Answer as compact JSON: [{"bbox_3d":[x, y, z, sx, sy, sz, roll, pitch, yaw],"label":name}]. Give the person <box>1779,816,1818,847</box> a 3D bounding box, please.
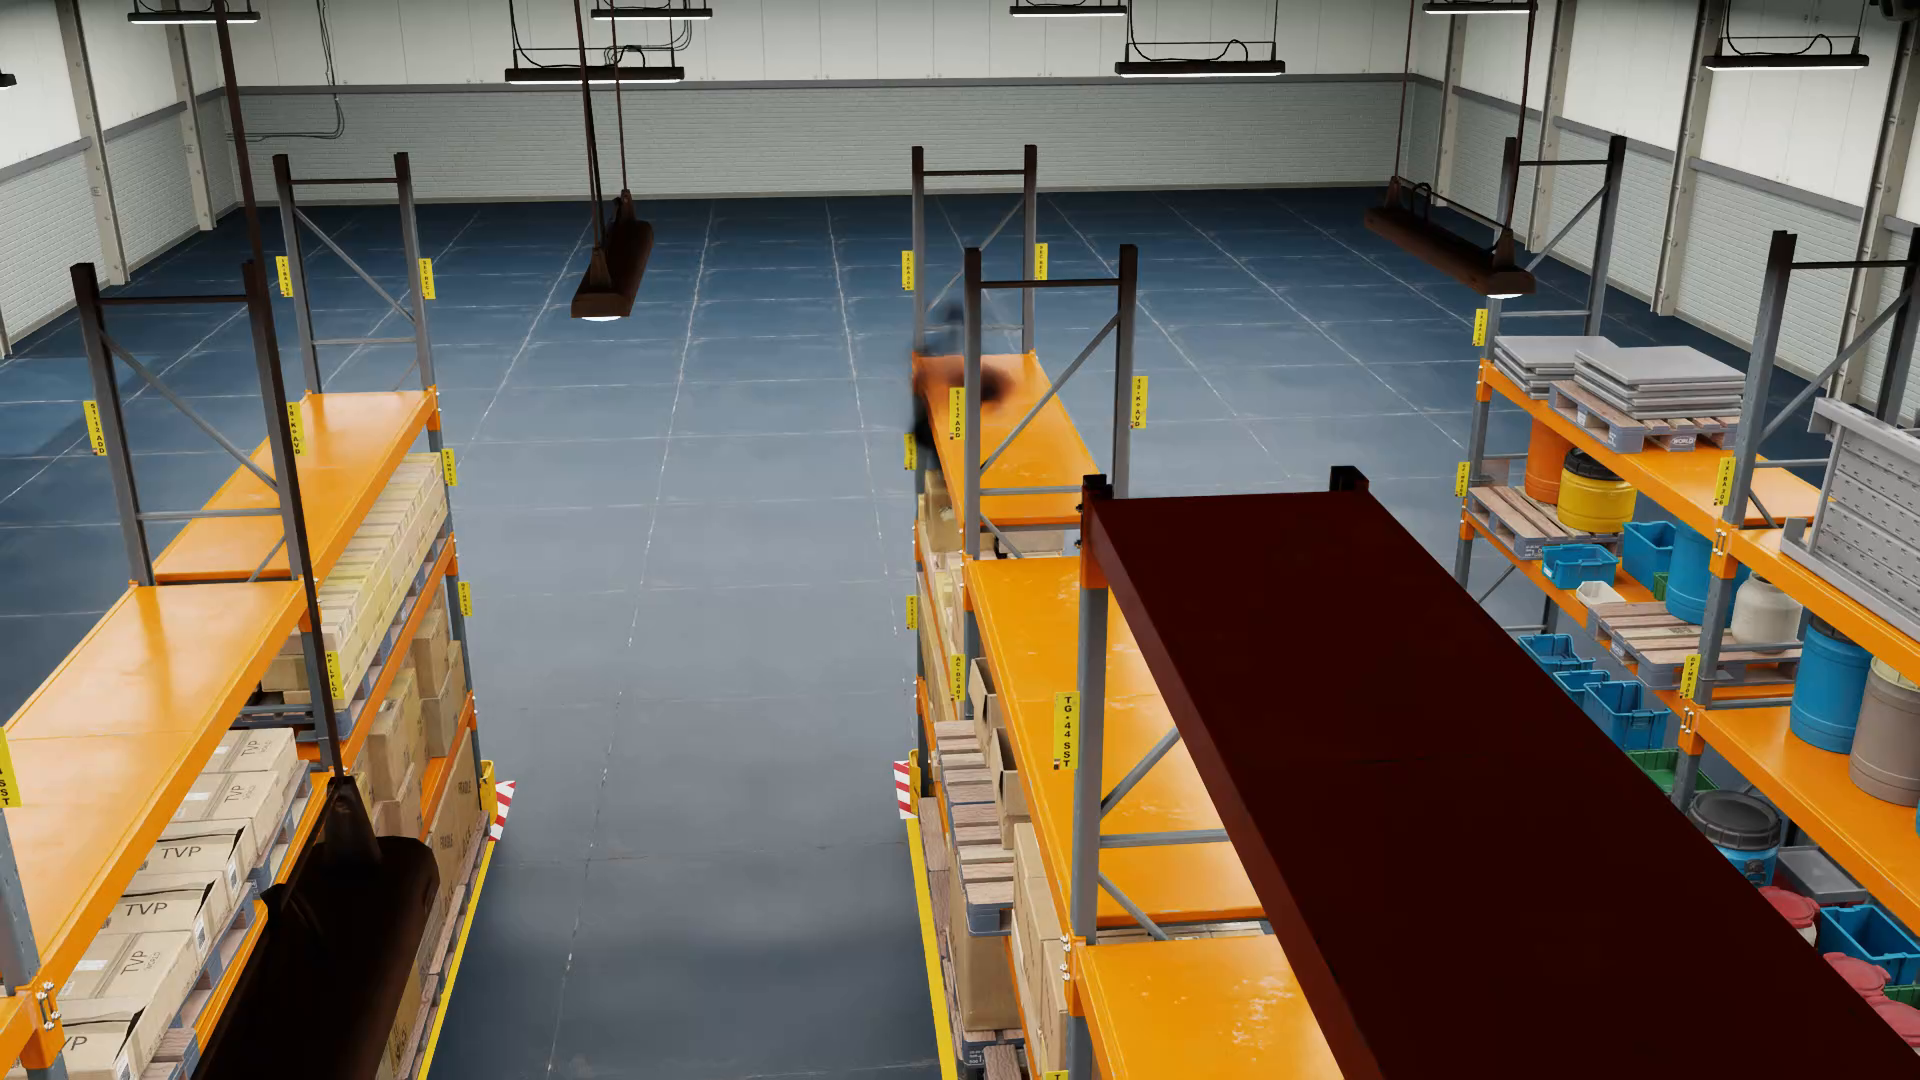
[{"bbox_3d":[6.827,2.440,13.377,0.537,1.573,0.690,-5,22,-12],"label":"person"}]
